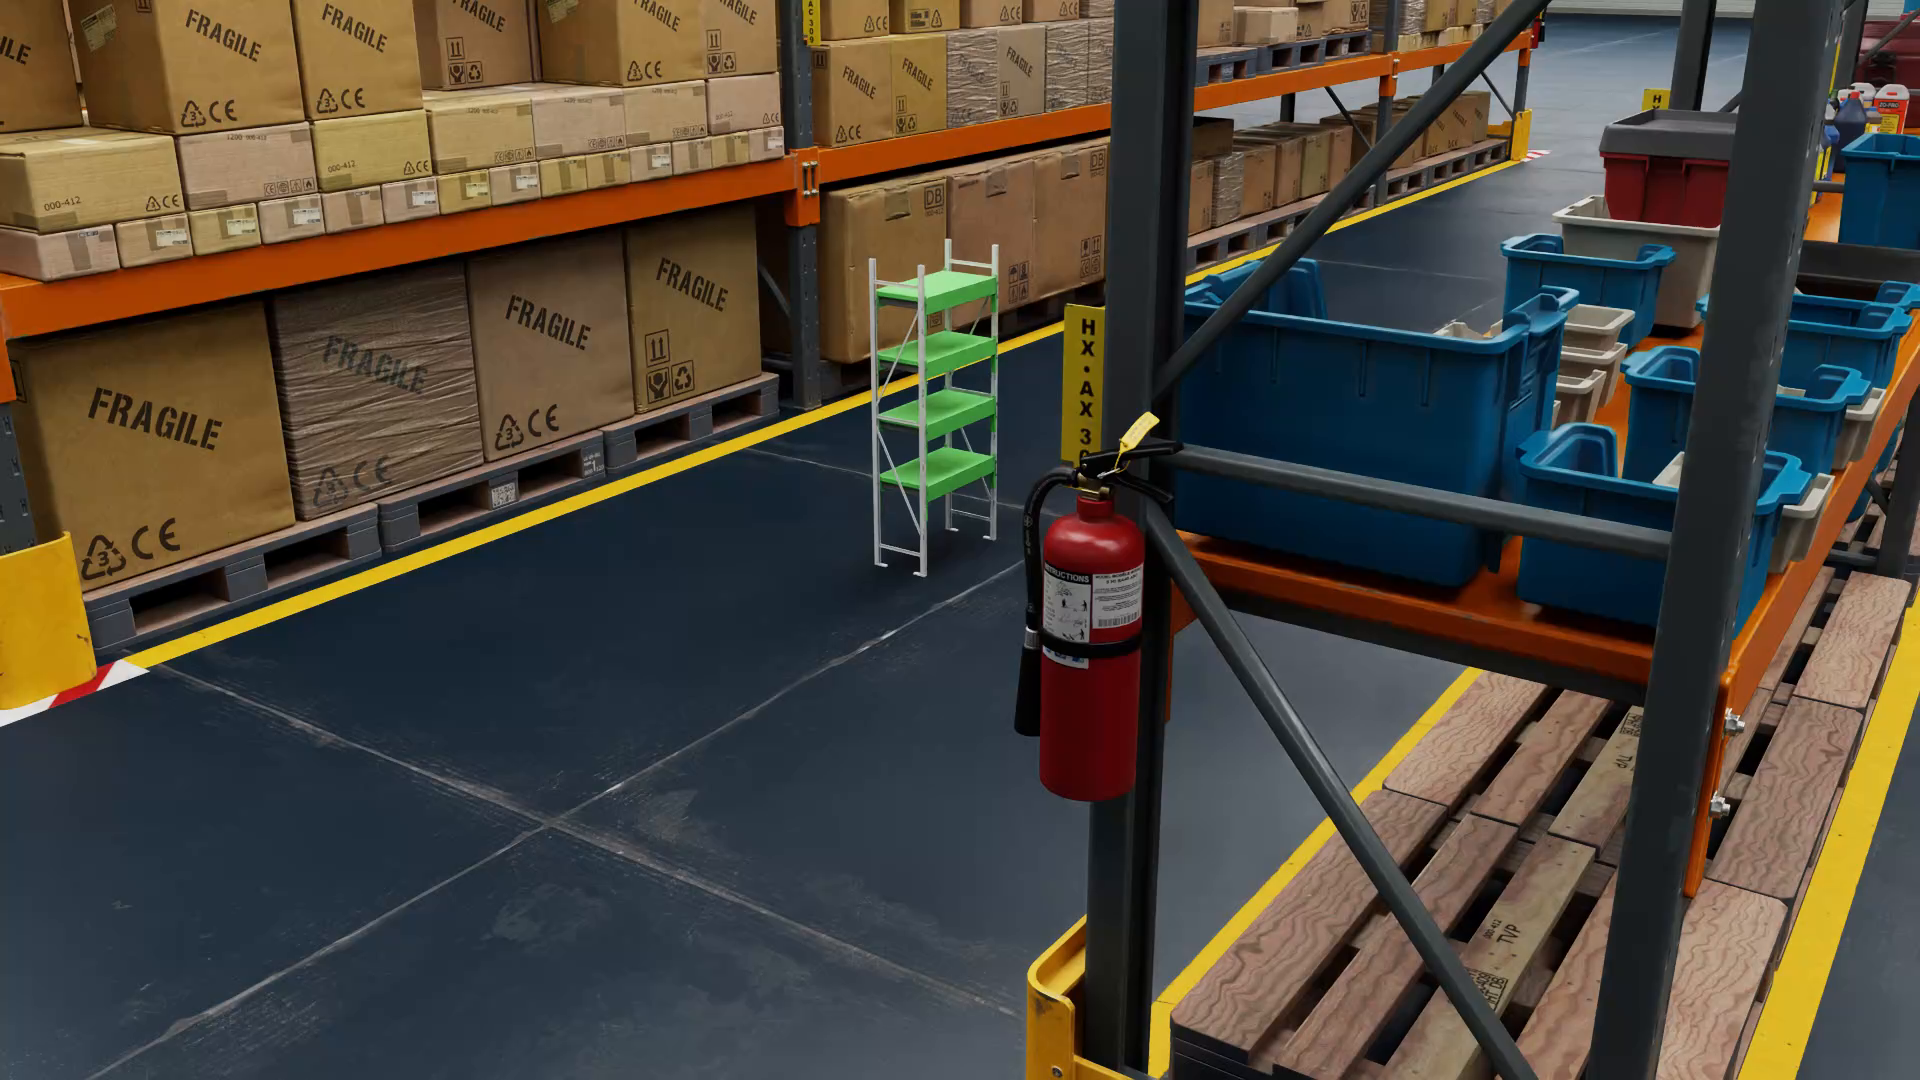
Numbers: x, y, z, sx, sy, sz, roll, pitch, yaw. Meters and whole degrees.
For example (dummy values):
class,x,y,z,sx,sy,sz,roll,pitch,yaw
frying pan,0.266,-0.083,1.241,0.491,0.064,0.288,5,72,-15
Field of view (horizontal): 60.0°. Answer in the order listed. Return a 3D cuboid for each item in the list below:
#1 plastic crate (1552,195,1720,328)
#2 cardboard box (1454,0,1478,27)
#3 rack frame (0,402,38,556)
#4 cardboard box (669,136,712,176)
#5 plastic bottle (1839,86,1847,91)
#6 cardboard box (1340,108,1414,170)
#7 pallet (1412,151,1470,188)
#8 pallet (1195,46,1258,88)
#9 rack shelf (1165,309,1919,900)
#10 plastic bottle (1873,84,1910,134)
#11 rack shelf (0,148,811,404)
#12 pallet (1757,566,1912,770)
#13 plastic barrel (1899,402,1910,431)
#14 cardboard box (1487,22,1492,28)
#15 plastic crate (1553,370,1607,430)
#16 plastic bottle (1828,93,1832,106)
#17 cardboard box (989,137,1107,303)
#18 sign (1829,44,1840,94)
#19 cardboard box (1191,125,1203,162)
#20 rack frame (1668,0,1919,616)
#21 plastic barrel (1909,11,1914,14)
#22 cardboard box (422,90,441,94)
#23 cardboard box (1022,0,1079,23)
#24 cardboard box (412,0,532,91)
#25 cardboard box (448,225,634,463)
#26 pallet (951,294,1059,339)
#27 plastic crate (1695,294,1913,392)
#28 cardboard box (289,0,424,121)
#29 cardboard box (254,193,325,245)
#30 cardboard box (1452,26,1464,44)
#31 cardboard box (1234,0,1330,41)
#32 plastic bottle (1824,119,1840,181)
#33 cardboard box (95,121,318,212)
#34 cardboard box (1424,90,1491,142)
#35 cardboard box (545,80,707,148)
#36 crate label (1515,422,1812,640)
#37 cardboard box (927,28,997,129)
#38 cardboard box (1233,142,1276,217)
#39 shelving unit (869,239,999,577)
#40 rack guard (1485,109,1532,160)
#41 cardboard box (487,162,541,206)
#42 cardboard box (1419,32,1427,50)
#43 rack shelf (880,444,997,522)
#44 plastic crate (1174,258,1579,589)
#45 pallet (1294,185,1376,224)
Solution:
class,x,y,z,sx,sy,sz,roll,pitch,yaw
plastic crate,1.922,-0.778,4.629,0.437,0.282,0.530,13,24,32
cardboard box,4.461,-5.207,15.946,0.875,0.500,0.500,13,24,32
rack frame,-3.412,-1.026,5.215,1.000,3.000,0.127,13,24,32
cardboard box,-1.353,-1.757,7.553,0.380,0.149,0.250,13,24,31
plastic bottle,4.448,-2.154,8.433,0.061,0.283,0.133,13,24,32
cardboard box,3.907,-3.766,15.621,0.500,0.500,0.500,-15,25,-35
pallet,4.367,-3.712,16.496,1.003,0.211,1.213,13,24,32
pallet,1.397,-3.456,12.062,1.213,0.211,1.003,13,24,32
rack shelf,1.808,-0.296,4.279,1.077,0.370,4.000,13,24,32
plastic bottle,4.796,-2.206,8.585,0.152,0.276,0.135,13,24,32
rack shelf,-2.288,-1.262,6.891,1.077,0.370,4.000,13,24,32
pallet,2.551,0.319,5.599,1.003,0.211,1.213,13,24,32
plastic barrel,4.042,-0.738,7.418,0.421,0.512,0.421,0,20,0
cardboard box,5.200,-5.155,16.739,0.380,0.149,0.250,13,24,32
plastic crate,1.167,-0.314,3.584,0.396,0.136,0.243,13,24,32
plastic bottle,4.168,-2.011,8.046,0.061,0.283,0.133,13,24,32
cardboard box,0.172,-2.073,10.504,1.225,0.875,0.875,13,24,32
sign,4.722,-2.537,9.065,0.100,0.325,0.005,13,24,32
cardboard box,1.437,-2.905,12.183,0.500,0.250,0.500,14,25,34
rack frame,2.932,-1.208,5.706,1.000,3.000,0.127,13,24,32
plastic barrel,6.298,-3.124,10.692,0.433,0.535,0.433,0,20,0
cardboard box,-2.498,-1.728,6.899,0.500,0.250,0.500,13,24,32
cardboard box,0.292,-3.446,10.166,0.797,0.503,0.637,14,24,33
cardboard box,-2.216,-2.217,7.141,0.500,0.500,0.500,12,24,30
cardboard box,-2.107,-0.942,7.445,0.875,0.875,0.875,13,24,32
pallet,-0.107,-1.453,10.389,1.003,0.211,1.213,13,24,32
plastic crate,1.835,-0.394,3.661,0.416,0.233,0.300,13,24,32
cardboard box,-2.352,-1.825,6.082,0.500,0.500,0.500,13,24,30
cardboard box,-2.508,-1.168,5.961,0.380,0.149,0.250,13,24,31
cardboard box,4.535,-4.787,15.745,0.380,0.149,0.250,13,24,32
cardboard box,2.435,-4.199,13.038,0.797,0.503,0.637,16,26,37
plastic bottle,3.695,-1.659,7.112,0.097,0.271,0.097,0,20,0
cardboard box,-2.632,-1.330,5.826,0.500,0.250,0.500,13,24,31
cardboard box,5.217,-4.465,17.511,0.500,0.500,0.500,19,28,42
cardboard box,-1.484,-1.916,7.408,0.500,0.250,0.500,14,25,33
crate label,1.095,-0.016,2.640,0.416,0.233,0.303,13,24,32
cardboard box,-0.135,-2.592,9.303,0.500,0.500,0.500,13,24,31
cardboard box,2.059,-2.877,13.188,0.700,0.500,0.500,16,25,36
shelving unit,-0.093,-0.515,6.428,0.258,1.200,0.503,13,24,32
rack guard,5.539,-4.422,18.000,1.175,0.500,0.348,13,24,32
cardboard box,-1.930,-1.463,6.758,0.380,0.149,0.250,14,24,33
cardboard box,3.972,-4.500,14.970,0.380,0.149,0.250,13,24,32
rack shelf,-0.093,-0.230,6.534,0.258,0.148,0.480,13,24,32
plastic crate,0.718,-0.237,2.945,0.616,0.435,0.499,13,24,32
pallet,2.897,-2.937,14.402,1.003,0.211,1.213,13,24,32
